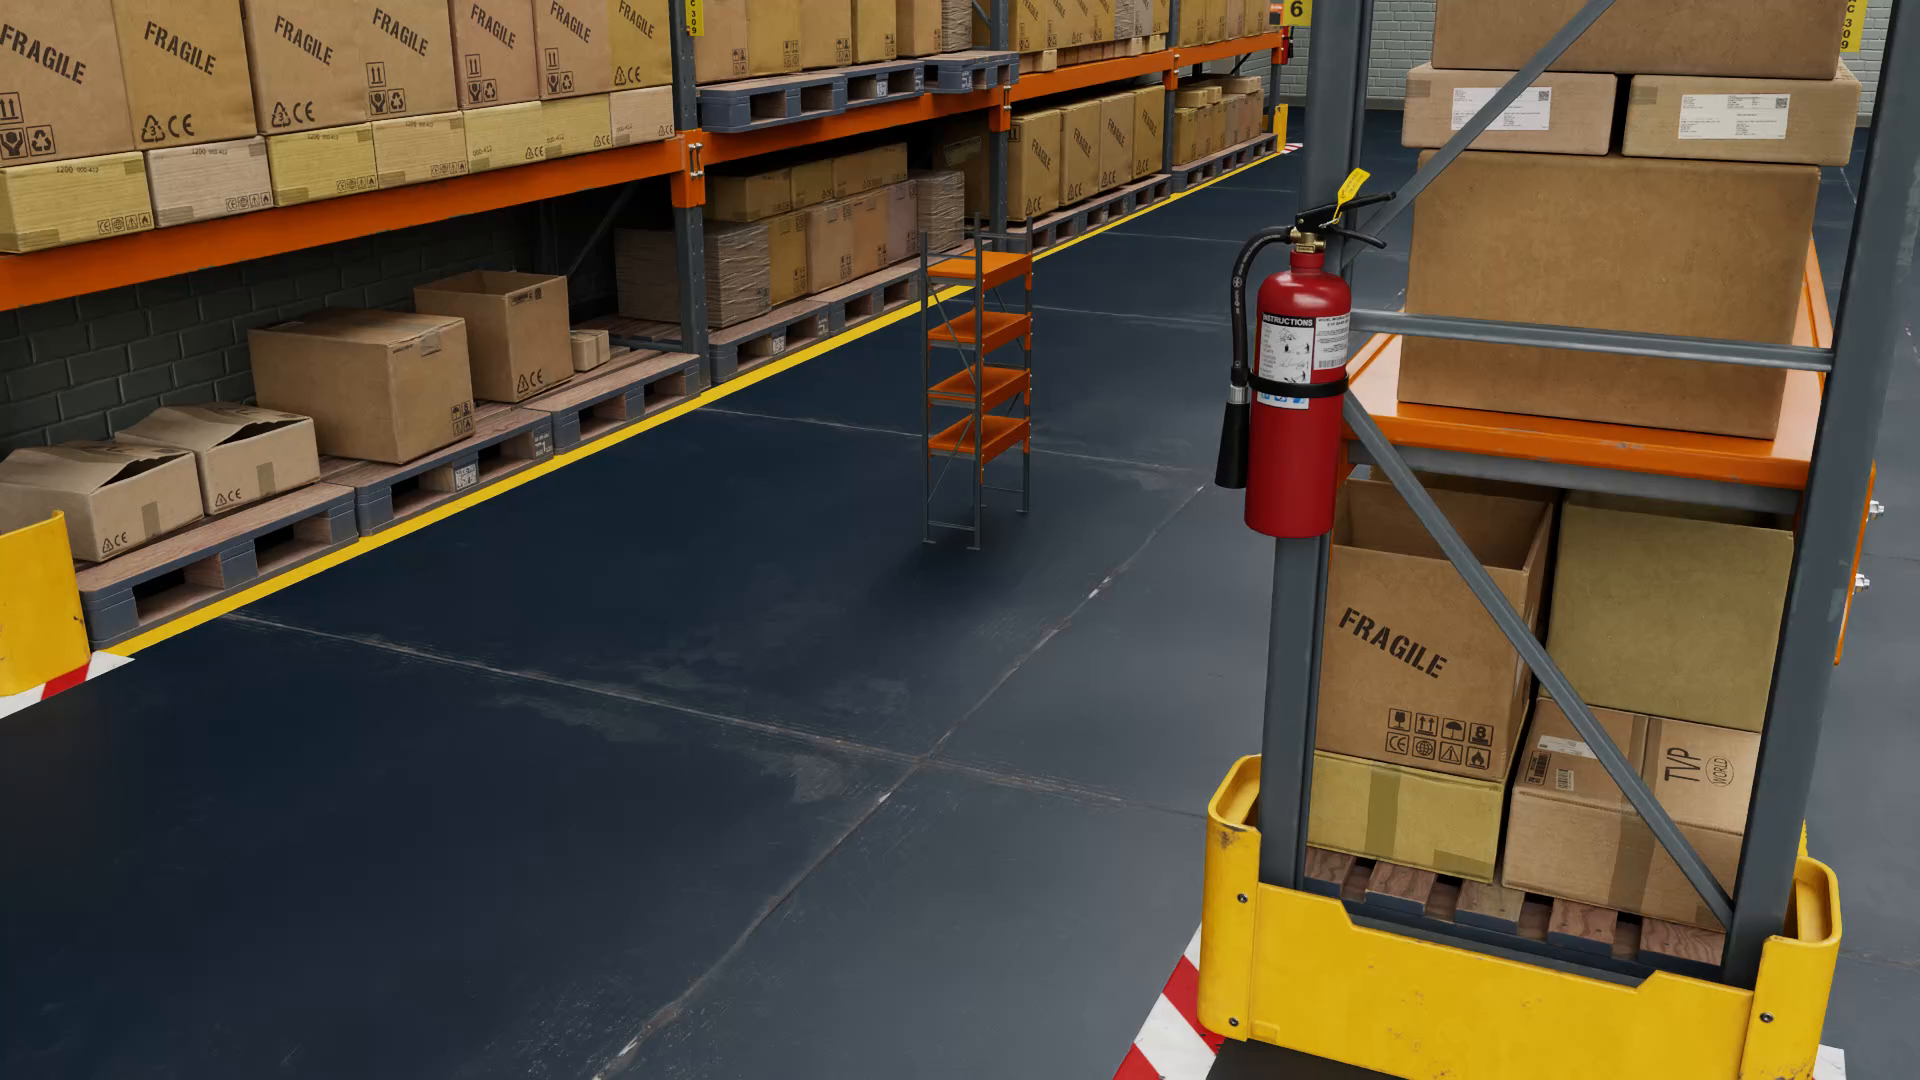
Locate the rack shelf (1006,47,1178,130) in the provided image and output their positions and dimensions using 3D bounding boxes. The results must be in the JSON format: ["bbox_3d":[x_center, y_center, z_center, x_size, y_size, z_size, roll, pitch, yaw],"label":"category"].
[{"bbox_3d":[0.676,-3.751,13.614,1.077,0.370,4.000,9,21,23],"label":"rack shelf"}]

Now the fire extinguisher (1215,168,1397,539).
[{"bbox_3d":[0.630,-0.346,3.080,0.296,0.674,0.183,9,21,23],"label":"fire extinguisher"}]

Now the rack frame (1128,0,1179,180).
[{"bbox_3d":[1.495,-4.702,15.212,1.000,3.000,0.127,9,21,23],"label":"rack frame"}]

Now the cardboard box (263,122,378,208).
[{"bbox_3d":[-2.515,-1.393,6.104,0.500,0.250,0.500,8,21,22],"label":"cardboard box"}]

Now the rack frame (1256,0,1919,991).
[{"bbox_3d":[1.102,-0.355,2.989,1.000,3.000,0.127,9,21,23],"label":"rack frame"}]

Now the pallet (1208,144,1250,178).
[{"bbox_3d":[2.376,-3.984,17.355,1.003,0.211,1.213,9,21,23],"label":"pallet"}]

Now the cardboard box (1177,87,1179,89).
[{"bbox_3d":[1.976,-4.467,16.688,0.380,0.149,0.250,8,21,21],"label":"cardboard box"}]

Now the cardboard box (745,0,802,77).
[{"bbox_3d":[-1.306,-2.831,9.147,0.700,0.500,0.500,11,22,28],"label":"cardboard box"}]

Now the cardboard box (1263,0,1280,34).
[{"bbox_3d":[2.934,-5.908,18.158,0.980,0.700,0.700,10,22,25],"label":"cardboard box"}]

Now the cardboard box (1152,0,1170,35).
[{"bbox_3d":[1.536,-4.723,14.648,0.500,0.500,0.500,8,21,22],"label":"cardboard box"}]

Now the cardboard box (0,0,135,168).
[{"bbox_3d":[-2.949,-1.430,5.088,0.500,0.500,0.500,9,21,23],"label":"cardboard box"}]

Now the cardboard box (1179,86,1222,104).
[{"bbox_3d":[2.415,-4.481,16.728,0.380,0.149,0.250,8,21,21],"label":"cardboard box"}]

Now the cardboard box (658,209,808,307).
[{"bbox_3d":[-1.329,-1.678,9.784,0.700,0.500,0.500,8,21,22],"label":"cardboard box"}]

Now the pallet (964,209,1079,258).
[{"bbox_3d":[0.249,-2.396,12.890,1.003,0.211,1.213,9,21,23],"label":"pallet"}]

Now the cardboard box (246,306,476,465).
[{"bbox_3d":[-2.474,-0.654,6.904,0.700,0.500,0.500,7,21,19],"label":"cardboard box"}]

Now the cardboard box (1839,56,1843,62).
[{"bbox_3d":[1.774,-1.032,3.776,0.380,0.149,0.250,8,21,22],"label":"cardboard box"}]

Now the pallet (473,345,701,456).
[{"bbox_3d":[-2.023,-0.732,8.212,1.003,0.211,1.213,9,21,23],"label":"pallet"}]

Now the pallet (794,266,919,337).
[{"bbox_3d":[-0.965,-1.555,10.525,1.003,0.211,1.213,9,21,23],"label":"pallet"}]

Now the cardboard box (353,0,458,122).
[{"bbox_3d":[-2.320,-1.896,6.399,0.500,0.500,0.500,9,22,24],"label":"cardboard box"}]

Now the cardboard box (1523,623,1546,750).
[{"bbox_3d":[1.246,0.384,4.389,0.500,0.250,0.500,9,21,23],"label":"cardboard box"}]

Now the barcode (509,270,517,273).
[{"bbox_3d":[-2.221,-1.304,8.256,0.001,0.075,0.075,9,21,23],"label":"barcode"}]

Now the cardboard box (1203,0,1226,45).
[{"bbox_3d":[2.036,-5.229,16.247,0.980,0.700,0.700,8,21,21],"label":"cardboard box"}]

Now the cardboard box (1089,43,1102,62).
[{"bbox_3d":[0.936,-3.988,13.552,0.380,0.149,0.250,9,22,24],"label":"cardboard box"}]

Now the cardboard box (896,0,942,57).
[{"bbox_3d":[-0.530,-3.414,10.785,0.700,0.500,0.500,6,21,18],"label":"cardboard box"}]

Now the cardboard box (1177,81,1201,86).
[{"bbox_3d":[2.289,-4.700,17.344,0.380,0.149,0.250,9,21,23],"label":"cardboard box"}]

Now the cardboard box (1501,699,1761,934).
[{"bbox_3d":[1.525,0.610,3.755,0.500,0.250,0.500,9,21,23],"label":"cardboard box"}]

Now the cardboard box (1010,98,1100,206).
[{"bbox_3d":[0.643,-3.137,13.396,0.750,0.750,0.750,8,21,22],"label":"cardboard box"}]

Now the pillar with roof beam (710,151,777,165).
[{"bbox_3d":[2.463,-5.436,8.324,9.100,9.000,0.400,9,21,23],"label":"pillar with roof beam"}]

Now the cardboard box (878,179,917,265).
[{"bbox_3d":[-0.707,-2.140,11.082,0.700,0.500,0.500,9,21,23],"label":"cardboard box"}]

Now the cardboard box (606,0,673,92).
[{"bbox_3d":[-1.692,-2.361,7.706,0.500,0.500,0.500,8,21,23],"label":"cardboard box"}]

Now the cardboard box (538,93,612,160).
[{"bbox_3d":[-1.910,-1.857,7.408,0.500,0.250,0.500,9,21,23],"label":"cardboard box"}]

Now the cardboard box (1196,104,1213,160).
[{"bbox_3d":[2.104,-4.089,16.595,0.700,0.500,0.500,8,21,22],"label":"cardboard box"}]

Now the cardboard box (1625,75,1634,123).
[{"bbox_3d":[1.295,-1.009,3.711,0.380,0.149,0.250,8,21,22],"label":"cardboard box"}]

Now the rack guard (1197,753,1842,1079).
[{"bbox_3d":[1.092,0.830,3.388,1.175,0.500,0.348,9,21,23],"label":"rack guard"}]

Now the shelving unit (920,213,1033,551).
[{"bbox_3d":[0.068,-0.616,6.410,0.258,1.200,0.503,9,21,23],"label":"shelving unit"}]

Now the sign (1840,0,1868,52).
[{"bbox_3d":[3.247,-1.947,6.057,0.100,0.325,0.005,9,21,23],"label":"sign"}]

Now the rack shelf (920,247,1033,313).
[{"bbox_3d":[0.068,-0.986,6.278,0.258,0.148,0.480,9,21,23],"label":"rack shelf"}]

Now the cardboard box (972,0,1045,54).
[{"bbox_3d":[0.290,-3.789,12.023,0.500,0.500,0.500,9,22,24],"label":"cardboard box"}]

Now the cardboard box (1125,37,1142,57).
[{"bbox_3d":[1.332,-4.208,14.170,0.380,0.149,0.250,9,21,23],"label":"cardboard box"}]

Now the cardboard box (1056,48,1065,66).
[{"bbox_3d":[0.590,-3.758,12.906,0.380,0.149,0.250,9,21,24],"label":"cardboard box"}]

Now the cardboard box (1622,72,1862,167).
[{"bbox_3d":[1.459,-0.798,3.118,0.380,0.149,0.250,8,21,22],"label":"cardboard box"}]

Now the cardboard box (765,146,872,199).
[{"bbox_3d":[-0.887,-2.311,10.445,0.500,0.250,0.500,8,21,22],"label":"cardboard box"}]

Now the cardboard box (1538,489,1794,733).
[{"bbox_3d":[1.728,0.103,4.060,0.500,0.500,0.500,9,21,23],"label":"cardboard box"}]

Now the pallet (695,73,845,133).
[{"bbox_3d":[-1.335,-2.379,8.969,1.003,0.211,1.213,9,21,23],"label":"pallet"}]

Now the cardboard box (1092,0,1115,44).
[{"bbox_3d":[0.923,-4.259,13.346,0.500,0.500,0.500,9,22,24],"label":"cardboard box"}]

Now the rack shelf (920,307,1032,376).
[{"bbox_3d":[0.068,-0.763,6.358,0.258,0.148,0.480,9,21,23],"label":"rack shelf"}]

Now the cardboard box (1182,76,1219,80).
[{"bbox_3d":[2.600,-4.933,17.999,0.380,0.149,0.250,9,21,23],"label":"cardboard box"}]

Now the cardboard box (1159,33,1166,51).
[{"bbox_3d":[1.615,-4.450,14.851,0.380,0.149,0.250,9,21,23],"label":"cardboard box"}]

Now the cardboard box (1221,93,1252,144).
[{"bbox_3d":[2.733,-4.564,17.929,0.700,0.500,0.500,8,21,23],"label":"cardboard box"}]
